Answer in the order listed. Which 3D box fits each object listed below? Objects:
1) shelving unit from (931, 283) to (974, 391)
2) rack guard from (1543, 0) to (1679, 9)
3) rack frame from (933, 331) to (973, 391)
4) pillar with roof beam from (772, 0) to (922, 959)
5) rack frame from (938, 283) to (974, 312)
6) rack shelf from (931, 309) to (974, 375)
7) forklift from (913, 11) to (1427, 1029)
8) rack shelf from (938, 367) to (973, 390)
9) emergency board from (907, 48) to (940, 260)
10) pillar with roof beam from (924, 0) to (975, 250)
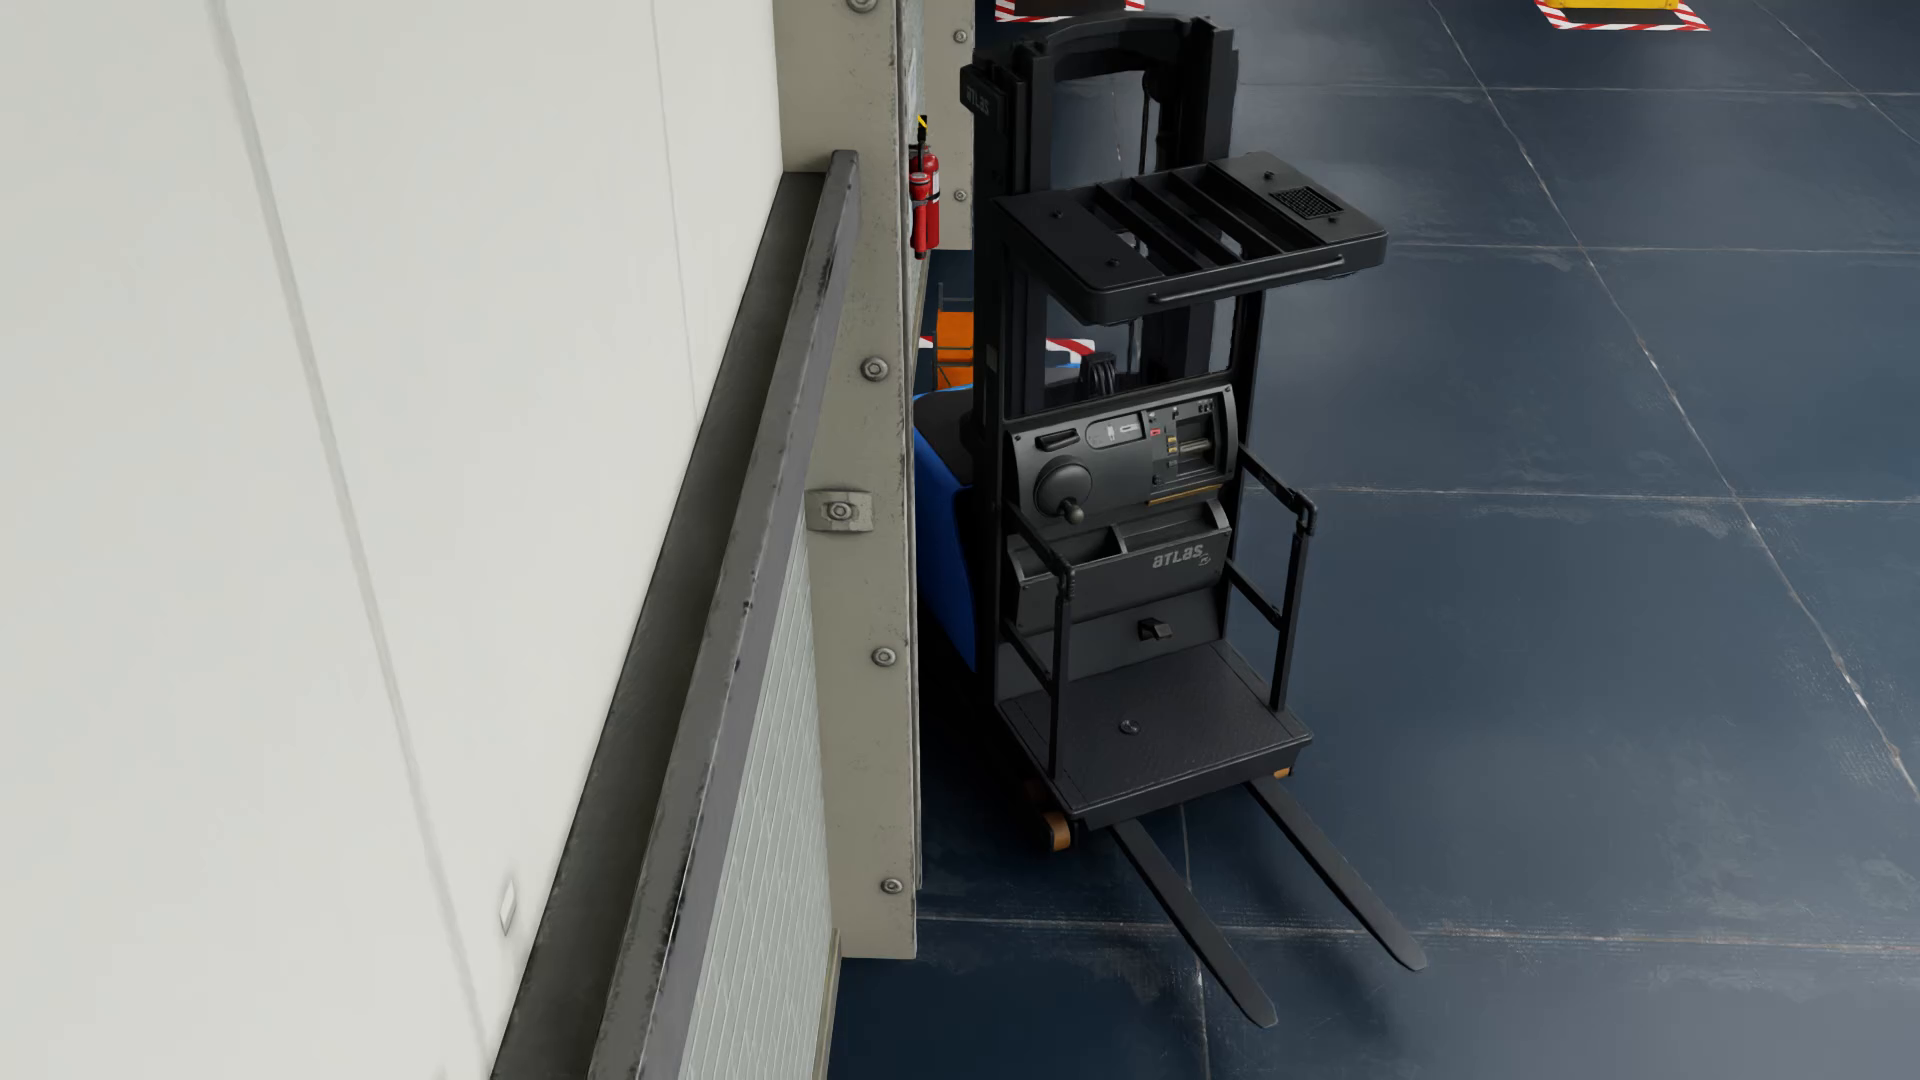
[{"bbox_3d":[0.007,-0.586,8.040,0.258,1.200,0.503,1,35,2],"label":"shelving unit"},{"bbox_3d":[5.959,-5.138,15.125,1.175,0.500,0.348,1,35,2],"label":"rack guard"},{"bbox_3d":[-0.003,-0.446,7.841,0.240,1.200,0.015,1,35,2],"label":"rack frame"},{"bbox_3d":[3.993,-2.169,3.510,9.100,9.000,0.400,1,35,2],"label":"pillar with roof beam"},{"bbox_3d":[0.016,-0.726,8.240,0.240,1.200,0.015,1,35,2],"label":"rack frame"},{"bbox_3d":[0.007,-0.907,7.814,0.258,0.148,0.480,1,35,2],"label":"rack shelf"},{"bbox_3d":[0.711,-0.261,6.073,1.130,2.935,3.031,-14,37,-19],"label":"forklift"},{"bbox_3d":[0.007,-0.714,7.950,0.258,0.148,0.480,1,35,2],"label":"rack shelf"},{"bbox_3d":[-0.205,-1.842,8.263,0.194,1.169,0.643,1,35,2],"label":"emergency board"},{"bbox_3d":[4.234,-5.616,8.415,9.100,9.000,0.400,1,35,2],"label":"pillar with roof beam"}]
